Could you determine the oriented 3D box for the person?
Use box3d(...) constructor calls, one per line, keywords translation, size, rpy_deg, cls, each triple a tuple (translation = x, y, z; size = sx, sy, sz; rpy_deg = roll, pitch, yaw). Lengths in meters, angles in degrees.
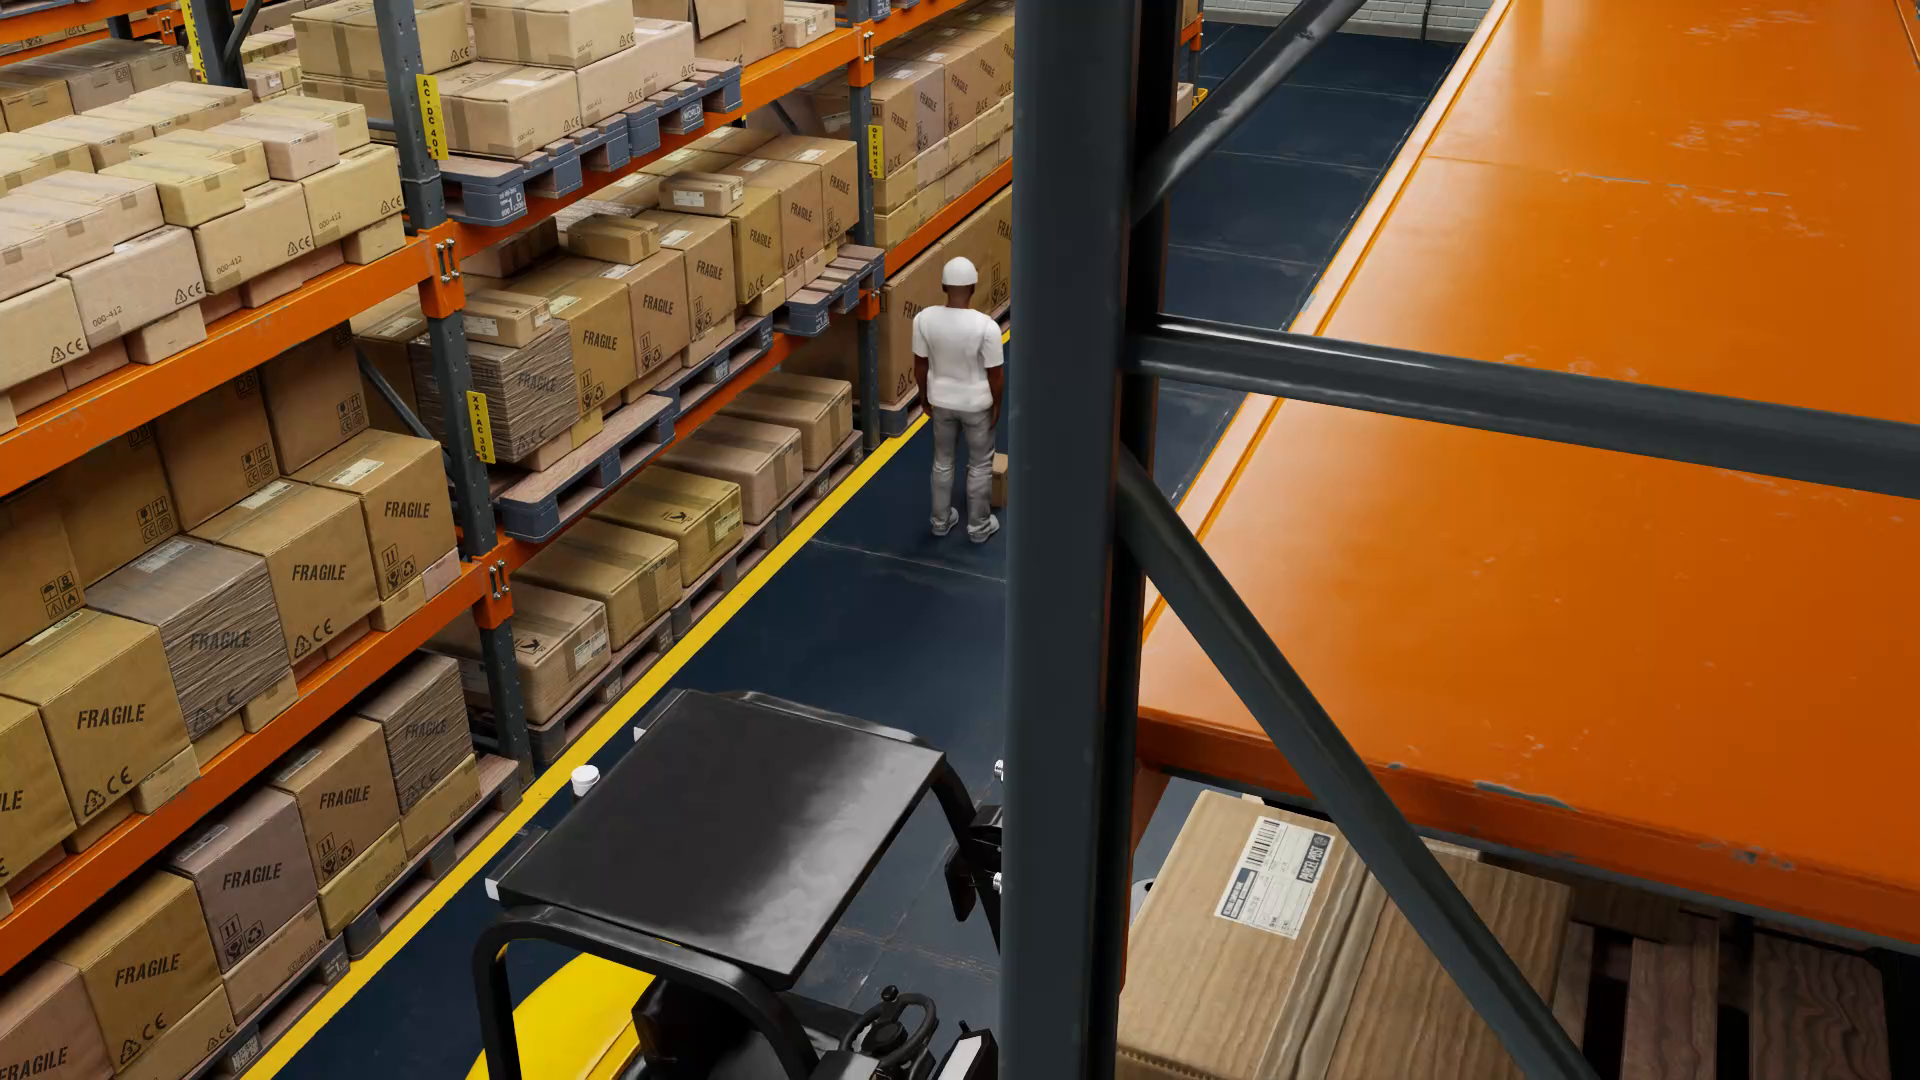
box3d(translation=(0.000, -0.825, 9.838), size=(0.565, 1.762, 0.363), rpy_deg=(11, 31, 19), cls="person")
